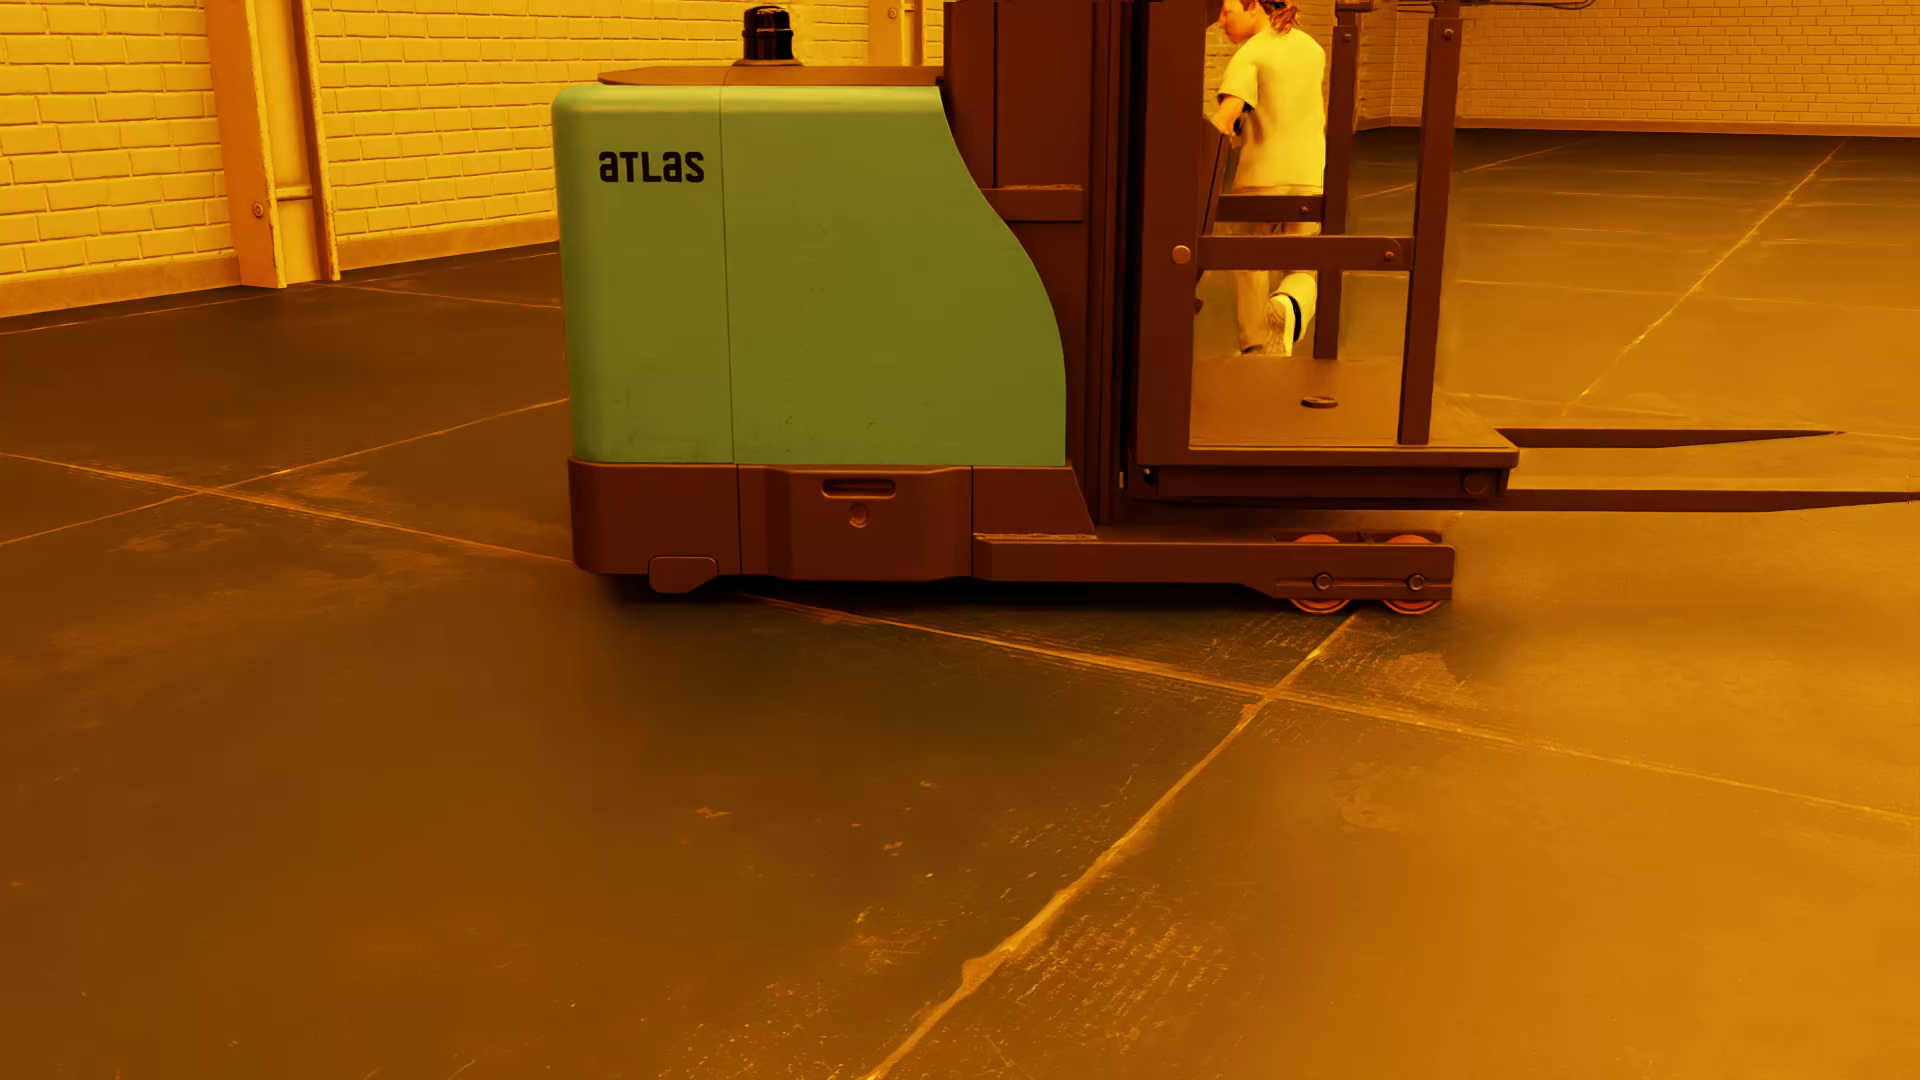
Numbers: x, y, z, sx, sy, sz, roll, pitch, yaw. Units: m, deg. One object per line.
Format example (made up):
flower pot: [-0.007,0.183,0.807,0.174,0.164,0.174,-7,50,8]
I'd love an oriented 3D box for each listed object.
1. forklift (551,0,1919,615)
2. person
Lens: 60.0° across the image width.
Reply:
forklift: [0.685,-1.401,3.609,3.031,2.935,1.130,0,16,1]
person: [1.073,-1.299,5.954,0.569,1.459,0.776,-2,16,-6]
